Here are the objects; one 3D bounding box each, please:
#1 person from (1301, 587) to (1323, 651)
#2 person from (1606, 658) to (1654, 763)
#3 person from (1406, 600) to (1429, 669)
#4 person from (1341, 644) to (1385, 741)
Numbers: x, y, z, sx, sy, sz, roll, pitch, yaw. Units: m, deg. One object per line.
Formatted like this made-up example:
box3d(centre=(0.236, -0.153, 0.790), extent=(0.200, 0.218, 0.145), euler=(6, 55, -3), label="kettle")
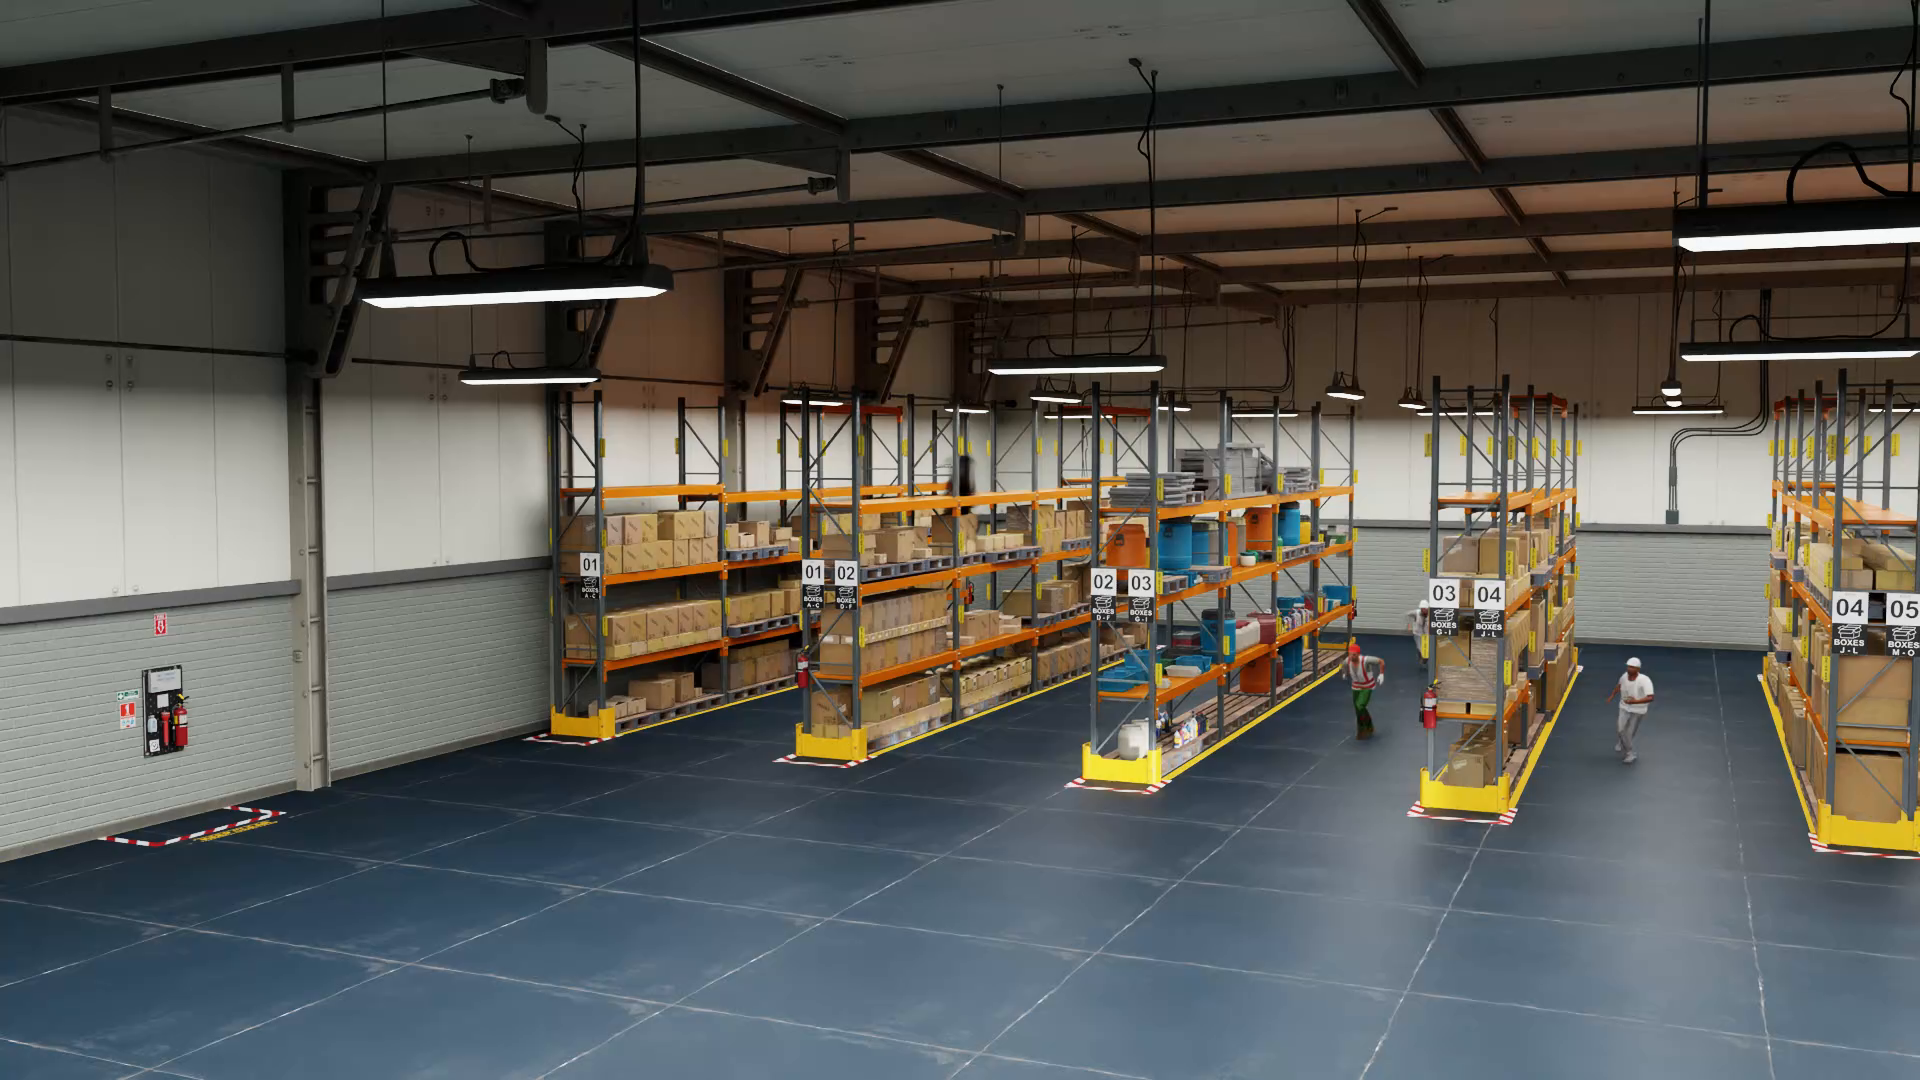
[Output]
box3d(centre=(8.750, 1.942, 41.068), extent=(0.562, 1.643, 0.778), euler=(-3, 4, -42), label="person")
box3d(centre=(10.756, 2.710, 26.657), extent=(0.815, 1.700, 0.666), euler=(3, 4, 42), label="person")
box3d(centre=(10.385, 2.130, 37.434), extent=(0.685, 1.600, 0.894), euler=(1, 3, 11), label="person")
box3d(centre=(6.923, 2.610, 28.539), extent=(0.711, 1.698, 0.979), euler=(2, 4, 37), label="person")
